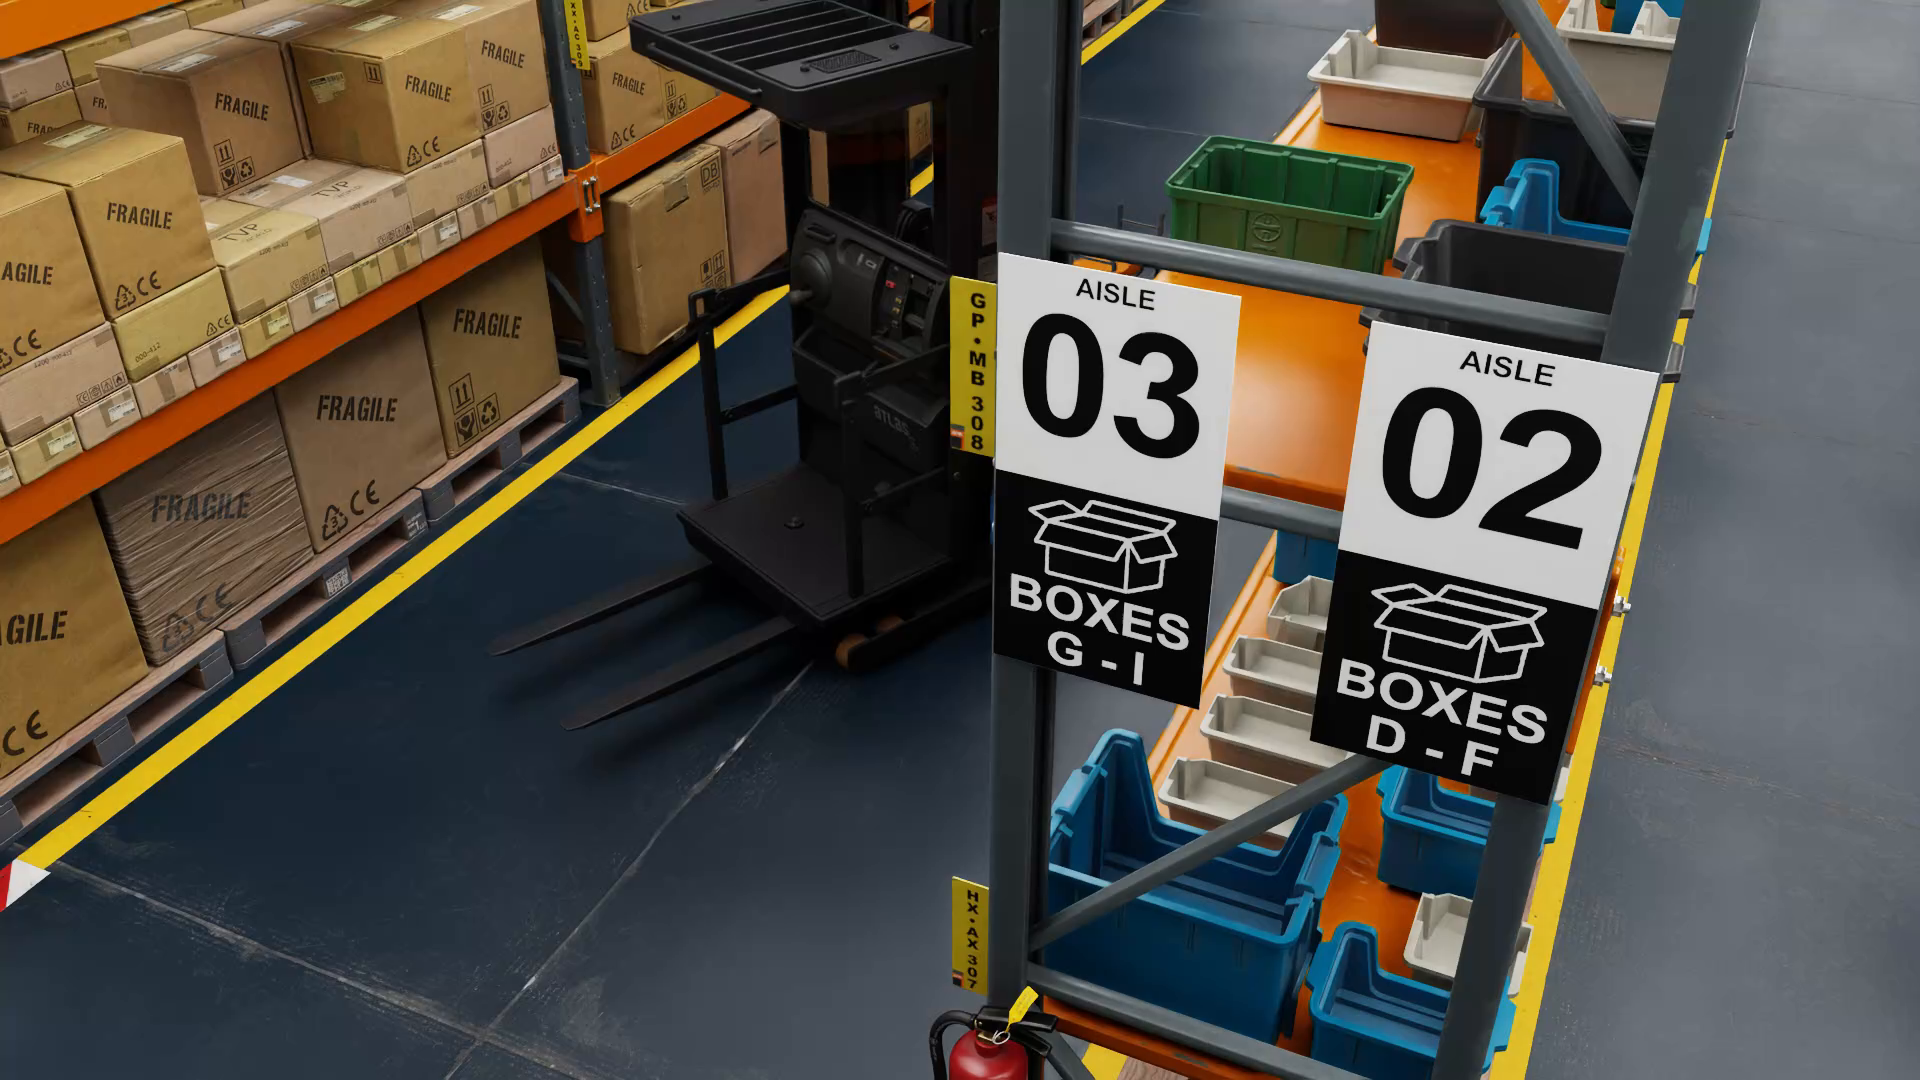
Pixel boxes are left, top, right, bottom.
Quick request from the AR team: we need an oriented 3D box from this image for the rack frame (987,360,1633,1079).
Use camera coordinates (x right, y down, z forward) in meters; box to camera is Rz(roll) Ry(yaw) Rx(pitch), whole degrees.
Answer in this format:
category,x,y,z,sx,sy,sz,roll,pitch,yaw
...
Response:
category,x,y,z,sx,sy,sz,roll,pitch,yaw
rack frame,0.536,1.041,3.427,1.000,3.000,0.127,14,36,20

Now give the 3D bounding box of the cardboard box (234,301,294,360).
category,x,y,z,sx,sy,sz,roll,pitch,yaw
cardboard box,-2.872,-0.858,6.552,0.380,0.149,0.250,13,36,19

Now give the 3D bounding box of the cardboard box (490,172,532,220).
category,x,y,z,sx,sy,sz,roll,pitch,yaw
cardboard box,-2.226,-1.627,7.725,0.380,0.149,0.250,15,36,21

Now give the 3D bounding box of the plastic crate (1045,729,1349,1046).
category,x,y,z,sx,sy,sz,roll,pitch,yaw
plastic crate,0.507,0.791,3.721,0.616,0.435,0.499,14,36,20

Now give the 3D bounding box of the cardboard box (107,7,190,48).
category,x,y,z,sx,sy,sz,roll,pitch,yaw
cardboard box,-5.764,-3.546,11.635,0.500,0.250,0.500,16,36,22

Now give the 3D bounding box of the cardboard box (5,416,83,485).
category,x,y,z,sx,sy,sz,roll,pitch,yaw
cardboard box,-3.301,-0.347,5.773,0.380,0.149,0.250,13,36,19

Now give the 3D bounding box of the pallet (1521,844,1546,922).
category,x,y,z,sx,sy,sz,roll,pitch,yaw
pallet,1.428,1.200,5.728,1.003,0.211,1.213,14,36,20

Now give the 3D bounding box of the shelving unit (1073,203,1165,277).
category,x,y,z,sx,sy,sz,roll,pitch,yaw
shelving unit,0.744,-0.979,8.149,0.258,1.200,0.503,19,38,26

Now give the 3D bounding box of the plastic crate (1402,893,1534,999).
category,x,y,z,sx,sy,sz,roll,pitch,yaw
plastic crate,1.148,0.938,3.770,0.250,0.136,0.298,14,36,20

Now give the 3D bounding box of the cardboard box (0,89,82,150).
category,x,y,z,sx,sy,sz,roll,pitch,yaw
cardboard box,-6.201,-2.713,11.049,0.500,0.500,0.500,16,36,22

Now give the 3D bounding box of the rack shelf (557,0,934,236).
category,x,y,z,sx,sy,sz,roll,pitch,yaw
rack shelf,-1.452,-2.783,9.915,1.077,0.370,4.000,14,36,20

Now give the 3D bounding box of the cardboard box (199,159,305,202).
category,x,y,z,sx,sy,sz,roll,pitch,yaw
cardboard box,-3.147,-1.470,7.121,0.500,0.250,0.500,15,36,22

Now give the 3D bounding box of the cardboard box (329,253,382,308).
category,x,y,z,sx,sy,sz,roll,pitch,yaw
cardboard box,-2.656,-1.116,6.945,0.380,0.149,0.250,14,36,20

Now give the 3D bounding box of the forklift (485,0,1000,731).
category,x,y,z,sx,sy,sz,roll,pitch,yaw
forklift,-0.540,-0.999,6.601,3.031,2.935,1.130,-25,41,-33

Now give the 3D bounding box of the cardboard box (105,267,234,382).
category,x,y,z,sx,sy,sz,roll,pitch,yaw
cardboard box,-3.091,-0.844,6.167,0.500,0.250,0.500,13,35,19

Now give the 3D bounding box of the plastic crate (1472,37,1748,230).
category,x,y,z,sx,sy,sz,roll,pitch,yaw
plastic crate,1.425,-0.886,3.686,0.504,0.338,0.767,14,36,20

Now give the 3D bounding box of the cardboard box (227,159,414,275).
category,x,y,z,sx,sy,sz,roll,pitch,yaw
cardboard box,-2.663,-1.357,6.949,0.500,0.250,0.500,15,36,21

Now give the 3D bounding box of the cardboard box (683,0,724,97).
category,x,y,z,sx,sy,sz,roll,pitch,yaw
cardboard box,-1.450,-2.801,9.195,0.500,0.500,0.500,13,36,19

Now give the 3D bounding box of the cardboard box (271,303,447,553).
category,x,y,z,sx,sy,sz,roll,pitch,yaw
cardboard box,-3.014,-0.616,7.509,0.875,0.875,0.875,14,36,20

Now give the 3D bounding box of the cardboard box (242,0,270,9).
category,x,y,z,sx,sy,sz,roll,pitch,yaw
cardboard box,-5.327,-4.057,12.415,0.500,0.250,0.500,15,36,21

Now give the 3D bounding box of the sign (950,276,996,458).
category,x,y,z,sx,sy,sz,roll,pitch,yaw
sign,0.030,-0.288,2.814,0.100,0.325,0.005,14,36,20

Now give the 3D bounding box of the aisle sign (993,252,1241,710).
category,x,y,z,sx,sy,sz,roll,pitch,yaw
aisle sign,0.240,-0.078,2.762,0.394,0.787,0.004,14,36,20

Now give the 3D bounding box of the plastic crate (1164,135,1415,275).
category,x,y,z,sx,sy,sz,roll,pitch,yaw
plastic crate,0.690,-0.682,3.512,0.450,0.188,0.336,14,36,20

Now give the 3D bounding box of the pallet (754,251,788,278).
category,x,y,z,sx,sy,sz,roll,pitch,yaw
pallet,-1.525,-1.933,10.505,1.003,0.211,1.213,14,36,20

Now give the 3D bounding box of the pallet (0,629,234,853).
category,x,y,z,sx,sy,sz,roll,pitch,yaw
pallet,-3.699,0.654,6.560,1.003,0.211,1.213,14,36,20

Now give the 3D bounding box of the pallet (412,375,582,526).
category,x,y,z,sx,sy,sz,roll,pitch,yaw
pallet,-2.678,-0.561,8.413,1.003,0.211,1.213,14,36,20

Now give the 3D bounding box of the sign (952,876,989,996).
category,x,y,z,sx,sy,sz,roll,pitch,yaw
sign,0.030,0.854,3.563,0.100,0.325,0.005,14,36,20

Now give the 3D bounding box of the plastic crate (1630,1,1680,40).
category,x,y,z,sx,sy,sz,roll,pitch,yaw
plastic crate,2.023,-1.375,4.616,0.293,0.136,0.466,14,36,20

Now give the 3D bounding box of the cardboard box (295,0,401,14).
category,x,y,z,sx,sy,sz,roll,pitch,yaw
cardboard box,-2.721,-2.283,7.678,0.500,0.500,0.500,14,36,20

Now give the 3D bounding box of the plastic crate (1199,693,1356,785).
category,x,y,z,sx,sy,sz,roll,pitch,yaw
plastic crate,0.847,0.537,4.381,0.396,0.136,0.243,14,36,20

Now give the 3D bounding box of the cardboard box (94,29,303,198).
category,x,y,z,sx,sy,sz,roll,pitch,yaw
cardboard box,-3.148,-1.779,6.910,0.500,0.500,0.500,13,35,19

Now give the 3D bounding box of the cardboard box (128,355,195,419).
category,x,y,z,sx,sy,sz,roll,pitch,yaw
cardboard box,-3.086,-0.604,6.164,0.380,0.149,0.250,13,36,20

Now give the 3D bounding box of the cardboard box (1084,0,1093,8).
category,x,y,z,sx,sy,sz,roll,pitch,yaw
cardboard box,0.782,-4.910,14.381,0.700,0.500,0.500,11,35,17

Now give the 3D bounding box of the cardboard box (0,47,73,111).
category,x,y,z,sx,sy,sz,roll,pitch,yaw
cardboard box,-6.202,-3.027,10.844,0.500,0.250,0.500,13,35,18

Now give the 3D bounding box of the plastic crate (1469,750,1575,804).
category,x,y,z,sx,sy,sz,roll,pitch,yaw
plastic crate,1.432,0.600,4.285,0.250,0.136,0.298,14,36,20

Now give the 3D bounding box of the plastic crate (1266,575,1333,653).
category,x,y,z,sx,sy,sz,roll,pitch,yaw
plastic crate,1.049,0.241,4.832,0.298,0.136,0.250,14,36,20

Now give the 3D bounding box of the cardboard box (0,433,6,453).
category,x,y,z,sx,sy,sz,roll,pitch,yaw
cardboard box,-3.516,-0.334,5.390,0.500,0.250,0.500,13,36,19

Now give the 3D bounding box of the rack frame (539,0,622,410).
category,x,y,z,sx,sy,sz,roll,pitch,yaw
rack frame,-2.289,-2.088,8.198,1.000,3.000,0.127,14,36,20

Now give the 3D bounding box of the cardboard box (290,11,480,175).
category,x,y,z,sx,sy,sz,roll,pitch,yaw
cardboard box,-2.452,-1.924,7.130,0.500,0.500,0.500,15,36,21

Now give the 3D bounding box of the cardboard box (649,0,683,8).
category,x,y,z,sx,sy,sz,roll,pitch,yaw
cardboard box,-1.731,-3.208,8.901,0.797,0.503,0.637,15,36,21

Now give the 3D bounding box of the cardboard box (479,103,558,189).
category,x,y,z,sx,sy,sz,roll,pitch,yaw
cardboard box,-2.235,-1.869,7.731,0.500,0.250,0.500,14,36,20

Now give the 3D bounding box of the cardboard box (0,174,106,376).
category,x,y,z,sx,sy,sz,roll,pitch,yaw
cardboard box,-3.307,-0.897,5.564,0.500,0.500,0.500,13,36,19

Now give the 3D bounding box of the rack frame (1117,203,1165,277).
category,x,y,z,sx,sy,sz,roll,pitch,yaw
rack frame,0.872,-1.093,8.322,0.240,1.200,0.015,19,38,26

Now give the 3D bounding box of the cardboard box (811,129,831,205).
category,x,y,z,sx,sy,sz,roll,pitch,yaw
cardboard box,-1.303,-2.586,10.513,1.225,0.875,0.875,14,36,21

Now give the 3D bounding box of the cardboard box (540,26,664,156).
category,x,y,z,sx,sy,sz,roll,pitch,yaw
cardboard box,-1.869,-2.301,8.433,0.500,0.500,0.500,14,36,21
